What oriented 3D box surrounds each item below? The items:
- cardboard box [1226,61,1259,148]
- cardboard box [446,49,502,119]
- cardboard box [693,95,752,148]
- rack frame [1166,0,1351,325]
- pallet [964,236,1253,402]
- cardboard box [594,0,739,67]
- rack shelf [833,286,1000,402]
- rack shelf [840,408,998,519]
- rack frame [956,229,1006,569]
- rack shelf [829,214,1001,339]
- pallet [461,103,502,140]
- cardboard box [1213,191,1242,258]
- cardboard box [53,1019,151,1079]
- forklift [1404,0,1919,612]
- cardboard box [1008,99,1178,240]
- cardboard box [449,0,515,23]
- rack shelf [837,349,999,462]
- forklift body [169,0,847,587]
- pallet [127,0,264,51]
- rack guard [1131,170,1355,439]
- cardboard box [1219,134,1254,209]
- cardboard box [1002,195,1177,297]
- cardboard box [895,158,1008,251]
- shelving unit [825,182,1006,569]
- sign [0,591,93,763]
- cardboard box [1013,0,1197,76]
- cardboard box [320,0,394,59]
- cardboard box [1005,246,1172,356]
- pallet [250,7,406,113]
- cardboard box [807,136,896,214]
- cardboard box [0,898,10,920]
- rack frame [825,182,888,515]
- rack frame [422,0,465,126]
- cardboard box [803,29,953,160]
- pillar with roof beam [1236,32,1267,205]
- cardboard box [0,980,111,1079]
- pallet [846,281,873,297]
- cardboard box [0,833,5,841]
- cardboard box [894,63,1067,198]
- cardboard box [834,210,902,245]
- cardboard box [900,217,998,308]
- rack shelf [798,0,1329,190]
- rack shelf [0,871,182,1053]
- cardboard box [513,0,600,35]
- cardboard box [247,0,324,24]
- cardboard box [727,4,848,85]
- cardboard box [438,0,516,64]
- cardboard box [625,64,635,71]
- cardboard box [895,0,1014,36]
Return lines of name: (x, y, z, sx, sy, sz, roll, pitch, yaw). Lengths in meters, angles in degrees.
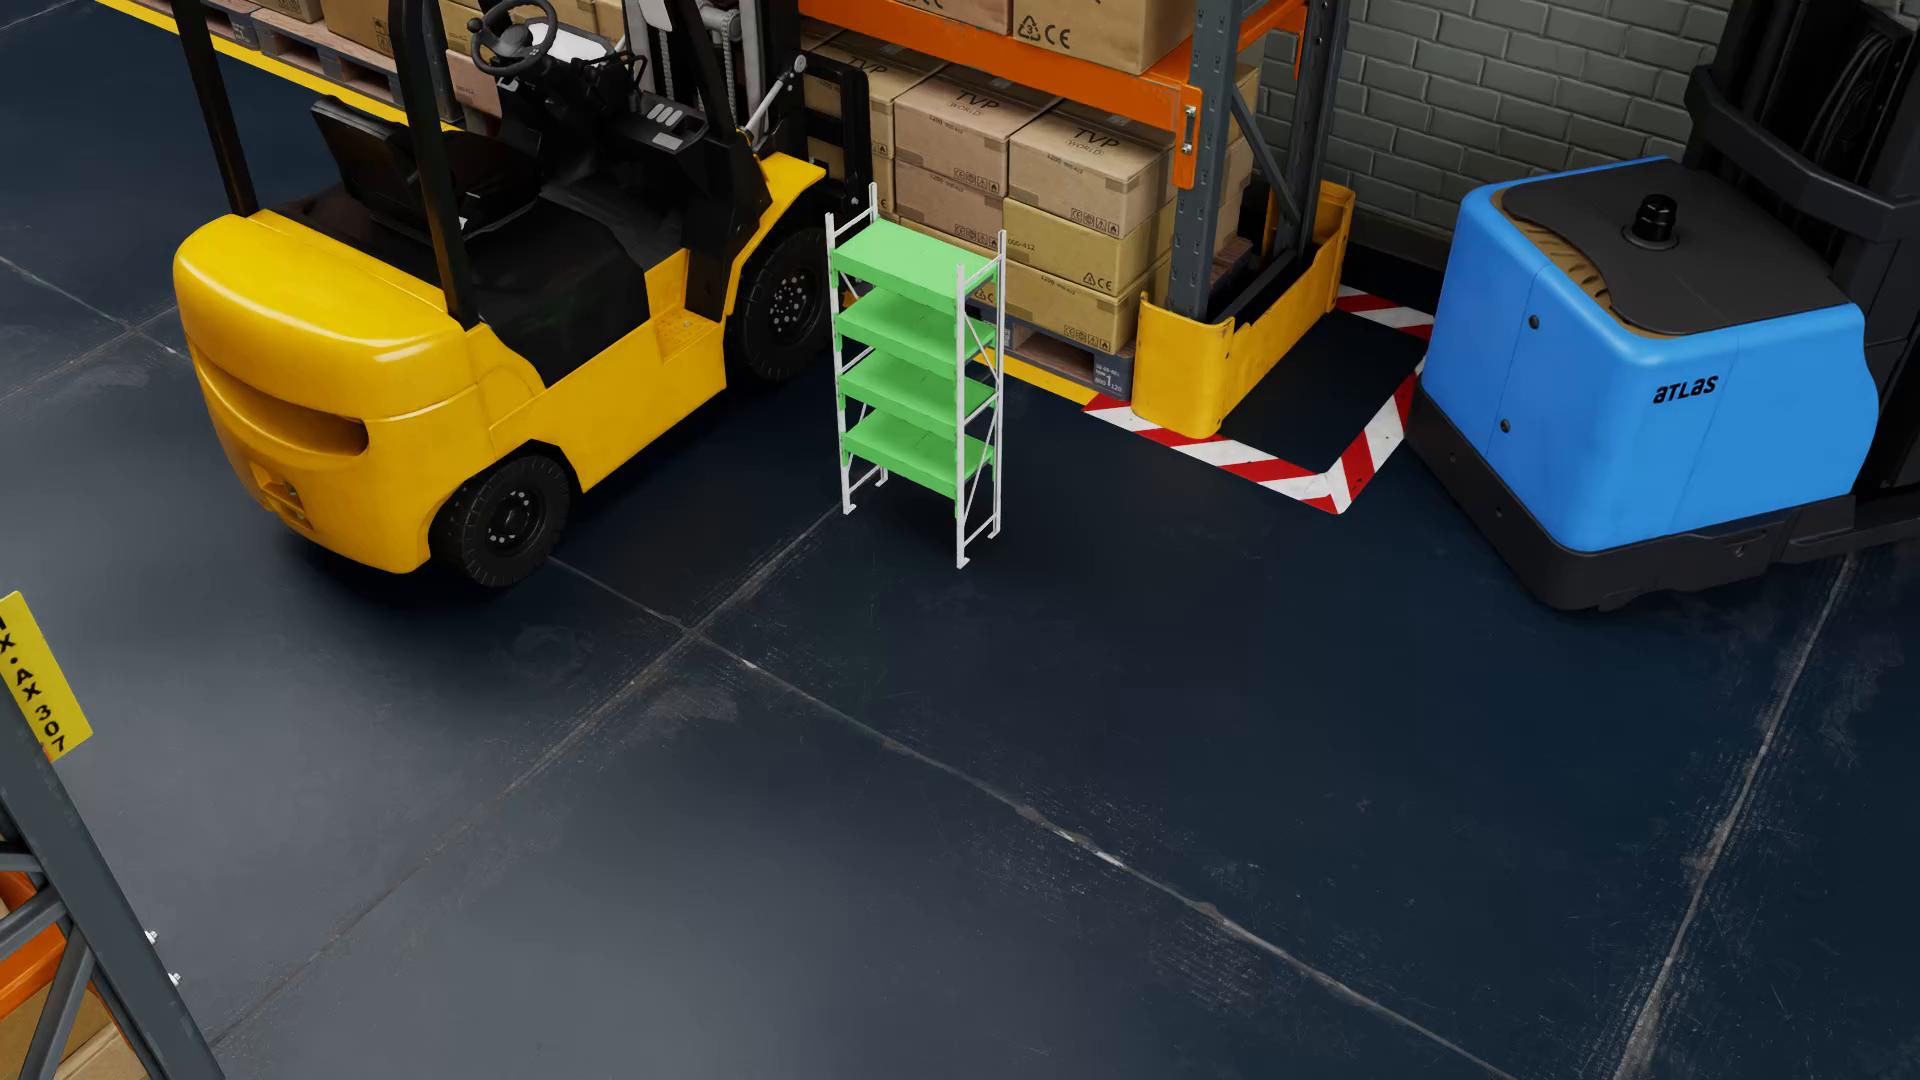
cardboard box: (0.794, -1.660, 6.353, 0.500, 0.250, 0.500, 24, 47, 25)
cardboard box: (-1.990, -2.165, 7.668, 0.500, 0.250, 0.500, 26, 48, 26)
cardboard box: (-0.746, -1.780, 6.861, 0.500, 0.250, 0.500, 25, 47, 25)
rack frame: (1.079, -1.868, 5.588, 0.127, 3.000, 1.000, 25, 48, 25)
pallet: (0.428, -1.099, 6.820, 1.213, 0.211, 1.003, 25, 48, 25)
cardboard box: (-1.154, -2.162, 6.914, 0.500, 0.250, 0.500, 27, 48, 27)
rack shelf: (-0.136, -0.642, 5.303, 0.480, 0.148, 0.258, 25, 48, 25)
rack shelf: (-0.136, -0.284, 5.623, 0.480, 0.148, 0.258, 25, 48, 25)
rack frame: (0.064, -0.417, 5.316, 0.015, 1.200, 0.240, 25, 48, 25)
rack shelf: (-0.136, -0.821, 5.143, 0.480, 0.148, 0.258, 25, 48, 25)
pallet: (-1.569, -2.033, 7.864, 1.213, 0.211, 1.003, 25, 48, 25)
cardboard box: (0.789, -1.295, 6.695, 0.500, 0.250, 0.500, 25, 48, 25)
cardboard box: (-2.270, 1.252, 3.849, 0.500, 0.250, 0.500, 25, 47, 25)
forklift: (3.197, -1.428, 5.148, 3.031, 2.935, 1.130, -12, 43, -13)
cardboard box: (0.523, -1.379, 6.038, 0.500, 0.250, 0.500, 27, 48, 27)
cardboard box: (-1.980, -2.547, 7.345, 0.500, 0.250, 0.500, 24, 47, 25)
rack shelf: (-0.136, -0.463, 5.463, 0.480, 0.148, 0.258, 25, 48, 25)
forklift body: (-1.521, -1.282, 5.570, 1.214, 2.155, 2.313, 25, 48, 25)
pallet: (-3.825, -3.088, 9.043, 1.213, 0.211, 1.003, 25, 48, 25)
rack guard: (1.098, -0.927, 6.411, 0.348, 0.500, 1.175, 25, 48, 25)
cardboard box: (0.813, -1.480, 6.526, 0.500, 0.250, 0.500, 26, 48, 26)
cardboard box: (0.501, -1.202, 6.216, 0.500, 0.250, 0.500, 24, 47, 25)
cardboard box: (0.096, -1.400, 6.437, 0.500, 0.250, 0.500, 25, 47, 25)
shelving unit: (-0.136, -0.511, 5.421, 0.503, 1.200, 0.258, 25, 48, 25)
sign: (-1.457, 0.224, 2.601, 0.005, 0.325, 0.100, 25, 48, 25)
cardboard box: (0.525, -1.950, 5.605, 0.500, 0.500, 0.500, 24, 47, 24)
cardboard box: (-2.630, -2.865, 8.168, 0.625, 0.625, 0.875, 27, 48, 27)
cardboard box: (0.512, -1.007, 6.373, 0.500, 0.250, 0.500, 25, 48, 26)
pallet: (-2.822, -2.621, 8.521, 1.213, 0.211, 1.003, 25, 48, 25)
cardboard box: (-0.339, -1.586, 6.645, 0.500, 0.250, 0.500, 24, 47, 24)
cardboard box: (-1.928, 0.694, 2.914, 0.250, 0.149, 0.380, 25, 48, 25)
rack frame: (-0.335, -0.604, 5.525, 0.015, 1.200, 0.240, 25, 48, 25)
rack frame: (-2.196, -3.400, 7.300, 0.127, 3.000, 1.000, 25, 48, 25)
cardboard box: (-0.318, -1.759, 6.463, 0.500, 0.250, 0.500, 26, 48, 26)
pillar with roof beam: (-1.446, -2.512, 1.809, 0.400, 9.000, 9.100, 25, 48, 25)
cardboard box: (-2.290, 0.963, 3.609, 0.500, 0.500, 0.500, 24, 47, 24)
pallet: (-0.566, -1.566, 7.342, 1.213, 0.211, 1.003, 25, 48, 25)
cardboard box: (-1.997, 0.362, 2.797, 0.500, 0.500, 0.500, 24, 47, 25)
cardboard box: (0.101, -1.571, 6.253, 0.500, 0.250, 0.500, 26, 48, 26)
cardboard box: (-0.294, -1.399, 6.811, 0.500, 0.250, 0.500, 26, 48, 26)
cardboard box: (0.111, -1.203, 6.592, 0.500, 0.250, 0.500, 25, 48, 25)
rack shelf: (-0.559, -2.366, 6.684, 4.000, 0.370, 1.077, 25, 48, 25)
rack shelf: (-3.406, 0.346, 3.654, 4.000, 0.370, 1.077, 25, 48, 25)
cardboard box: (-1.568, -2.346, 7.120, 0.500, 0.250, 0.500, 25, 48, 25)
cardboard box: (-3.261, -3.166, 8.505, 0.625, 0.625, 0.875, 25, 47, 25)
cardboard box: (-0.728, -1.957, 6.685, 0.500, 0.250, 0.500, 24, 47, 25)
cardboard box: (-1.978, -2.364, 7.515, 0.500, 0.250, 0.500, 25, 47, 25)
cardboard box: (-1.159, -1.973, 7.078, 0.500, 0.250, 0.500, 25, 47, 25)
cardboard box: (0.105, -2.154, 5.833, 0.500, 0.500, 0.500, 27, 48, 27)
